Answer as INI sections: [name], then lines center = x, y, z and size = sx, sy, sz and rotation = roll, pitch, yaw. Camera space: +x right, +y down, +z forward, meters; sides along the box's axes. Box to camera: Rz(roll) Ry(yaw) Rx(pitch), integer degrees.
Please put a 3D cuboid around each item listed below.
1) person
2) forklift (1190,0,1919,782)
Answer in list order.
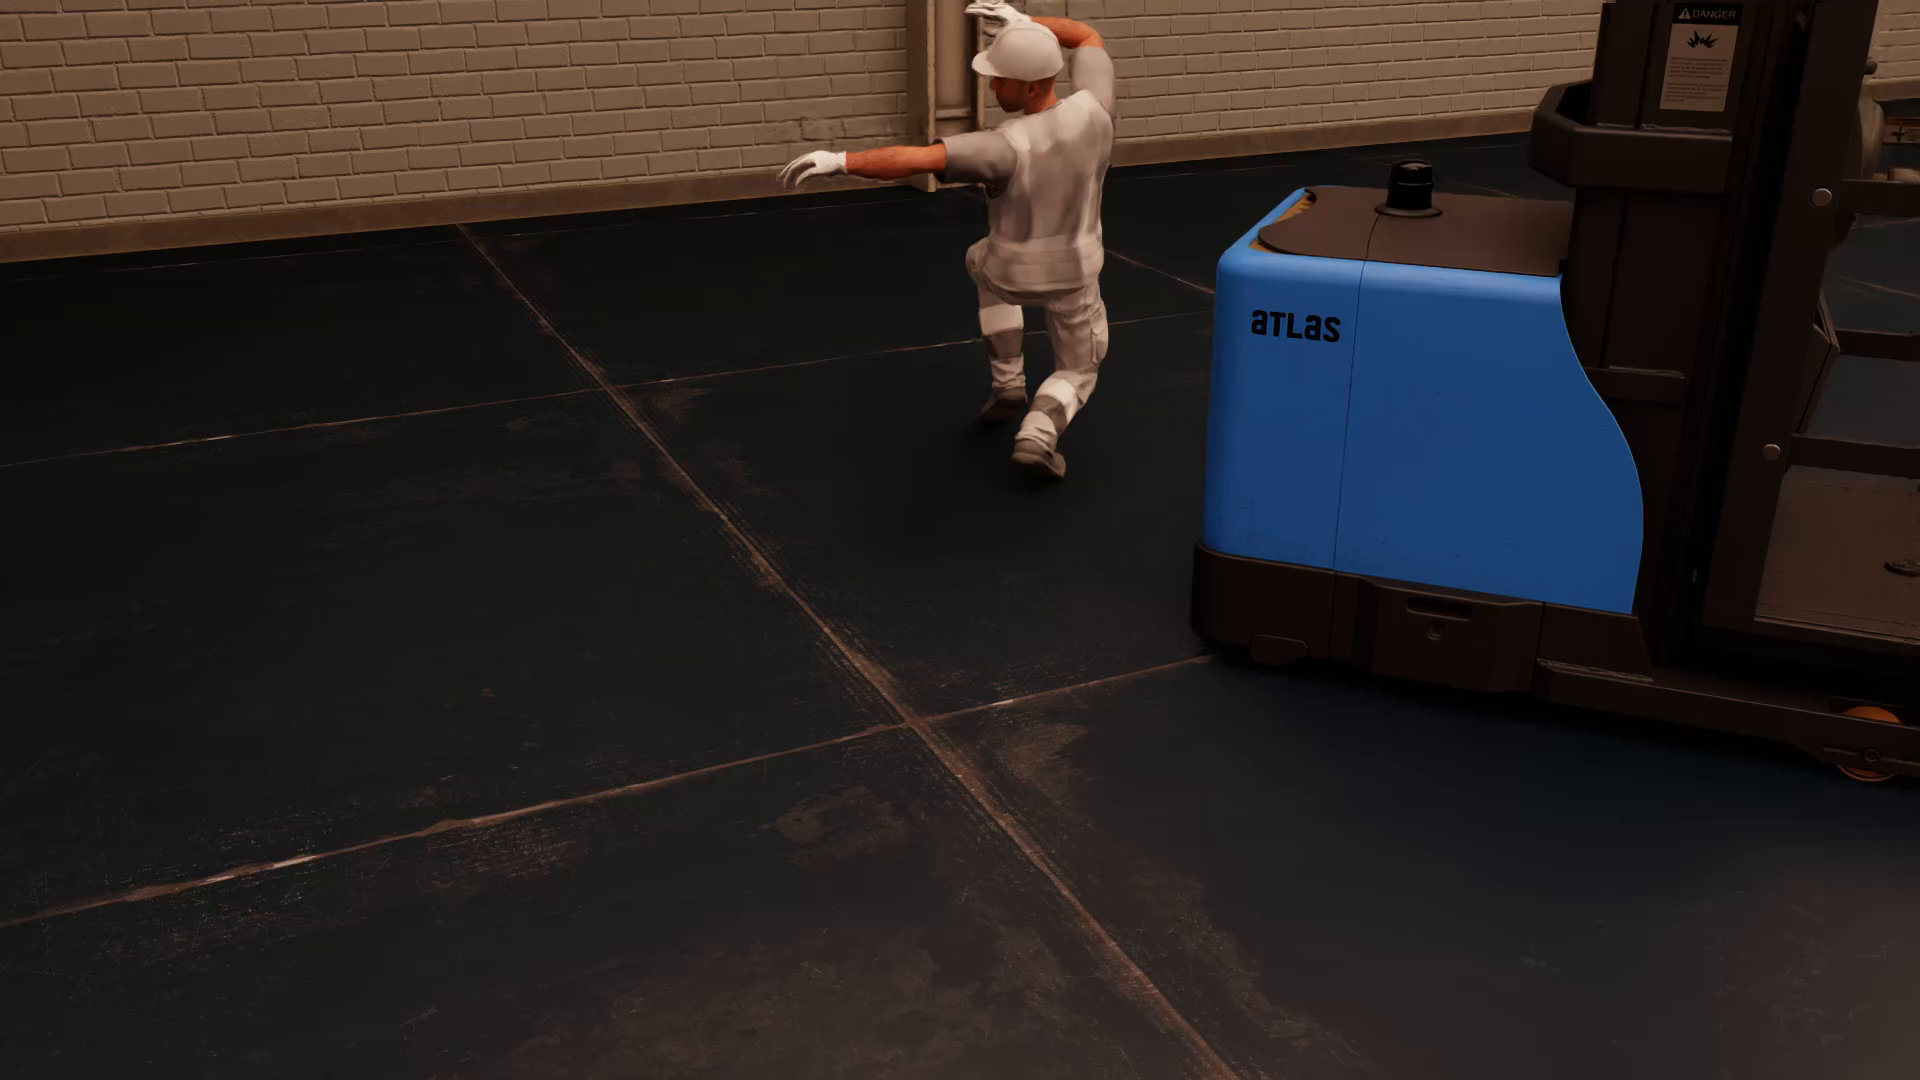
[person]
center = -0.036, -0.993, 5.536
size = 1.096, 1.533, 0.890
rotation = -2, 23, -5
[forklift]
center = 2.175, -1.008, 3.712
size = 3.031, 2.935, 1.130
rotation = 9, 24, 20
